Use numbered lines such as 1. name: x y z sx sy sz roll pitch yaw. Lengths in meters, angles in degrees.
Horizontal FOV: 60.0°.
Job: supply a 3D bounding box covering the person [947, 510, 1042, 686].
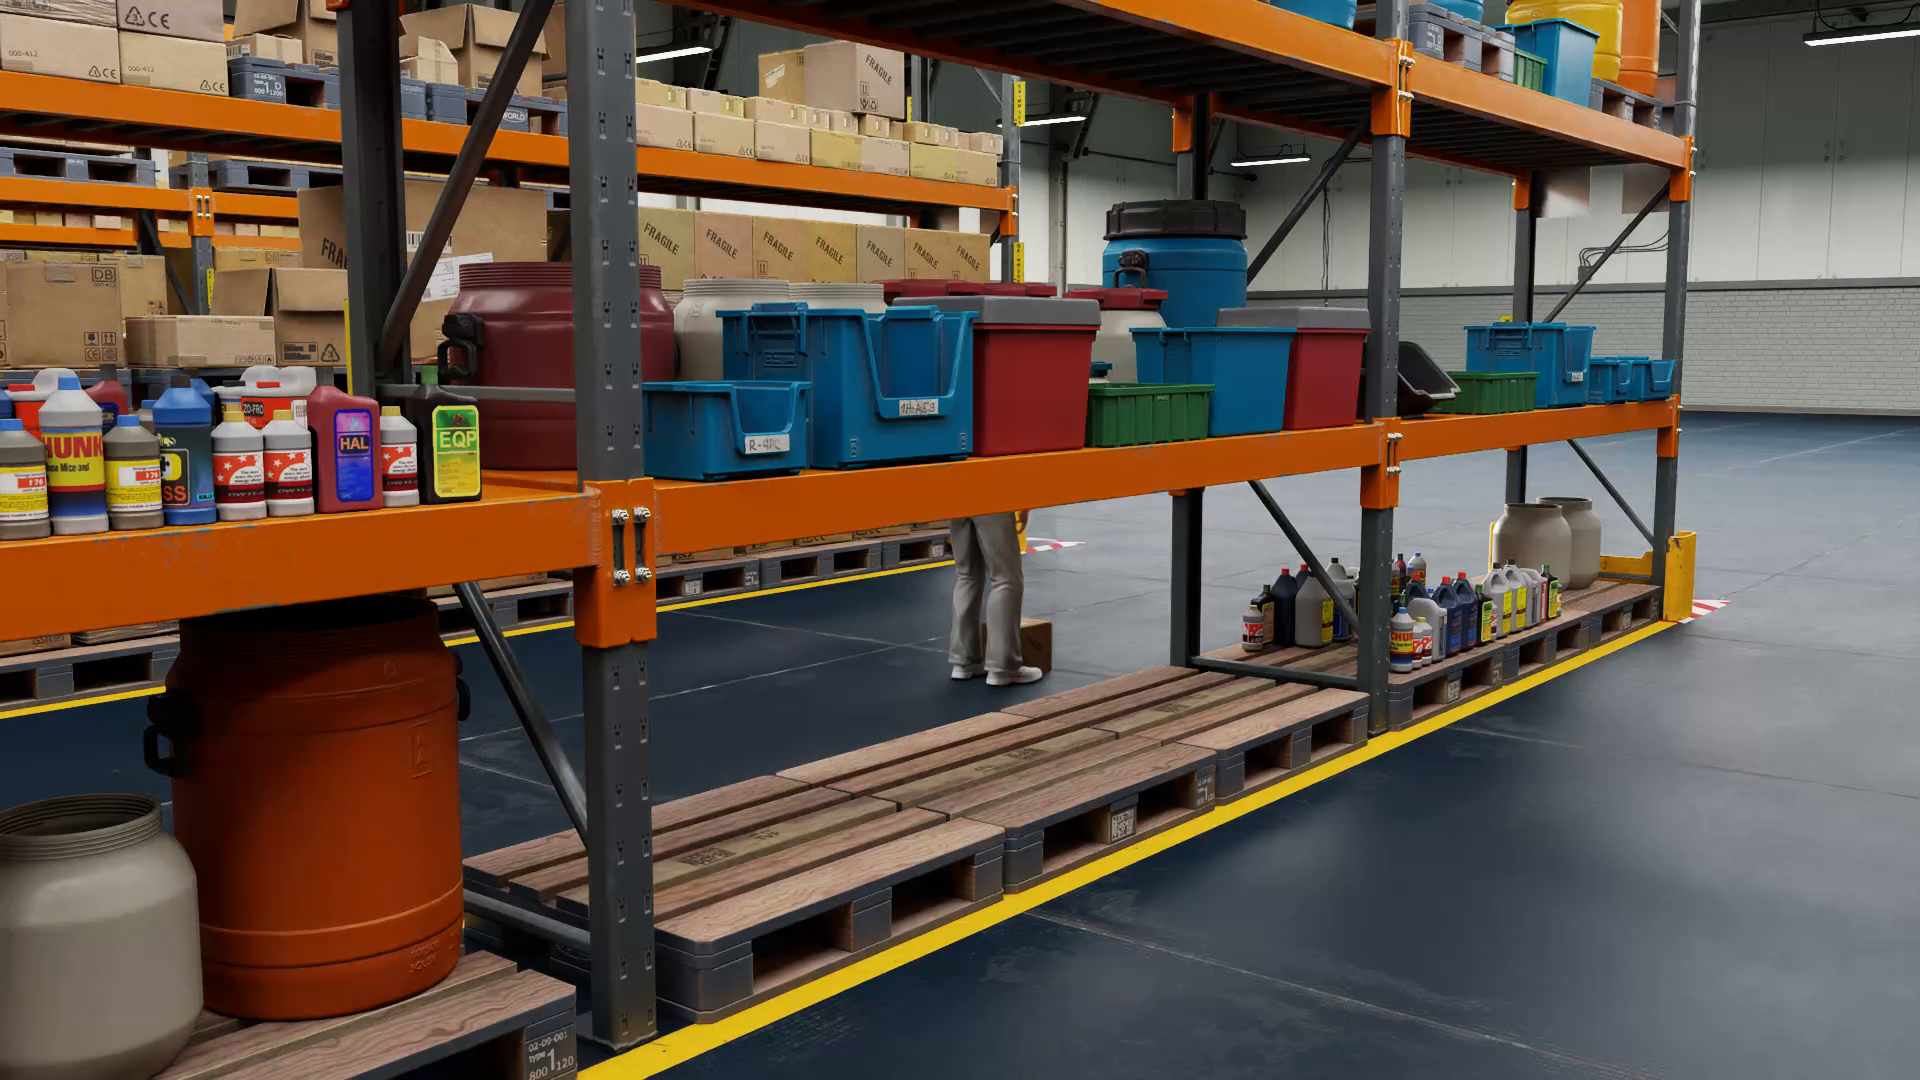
1. person: 0.121 -0.152 8.025 0.491 1.672 0.364 6 9 41
